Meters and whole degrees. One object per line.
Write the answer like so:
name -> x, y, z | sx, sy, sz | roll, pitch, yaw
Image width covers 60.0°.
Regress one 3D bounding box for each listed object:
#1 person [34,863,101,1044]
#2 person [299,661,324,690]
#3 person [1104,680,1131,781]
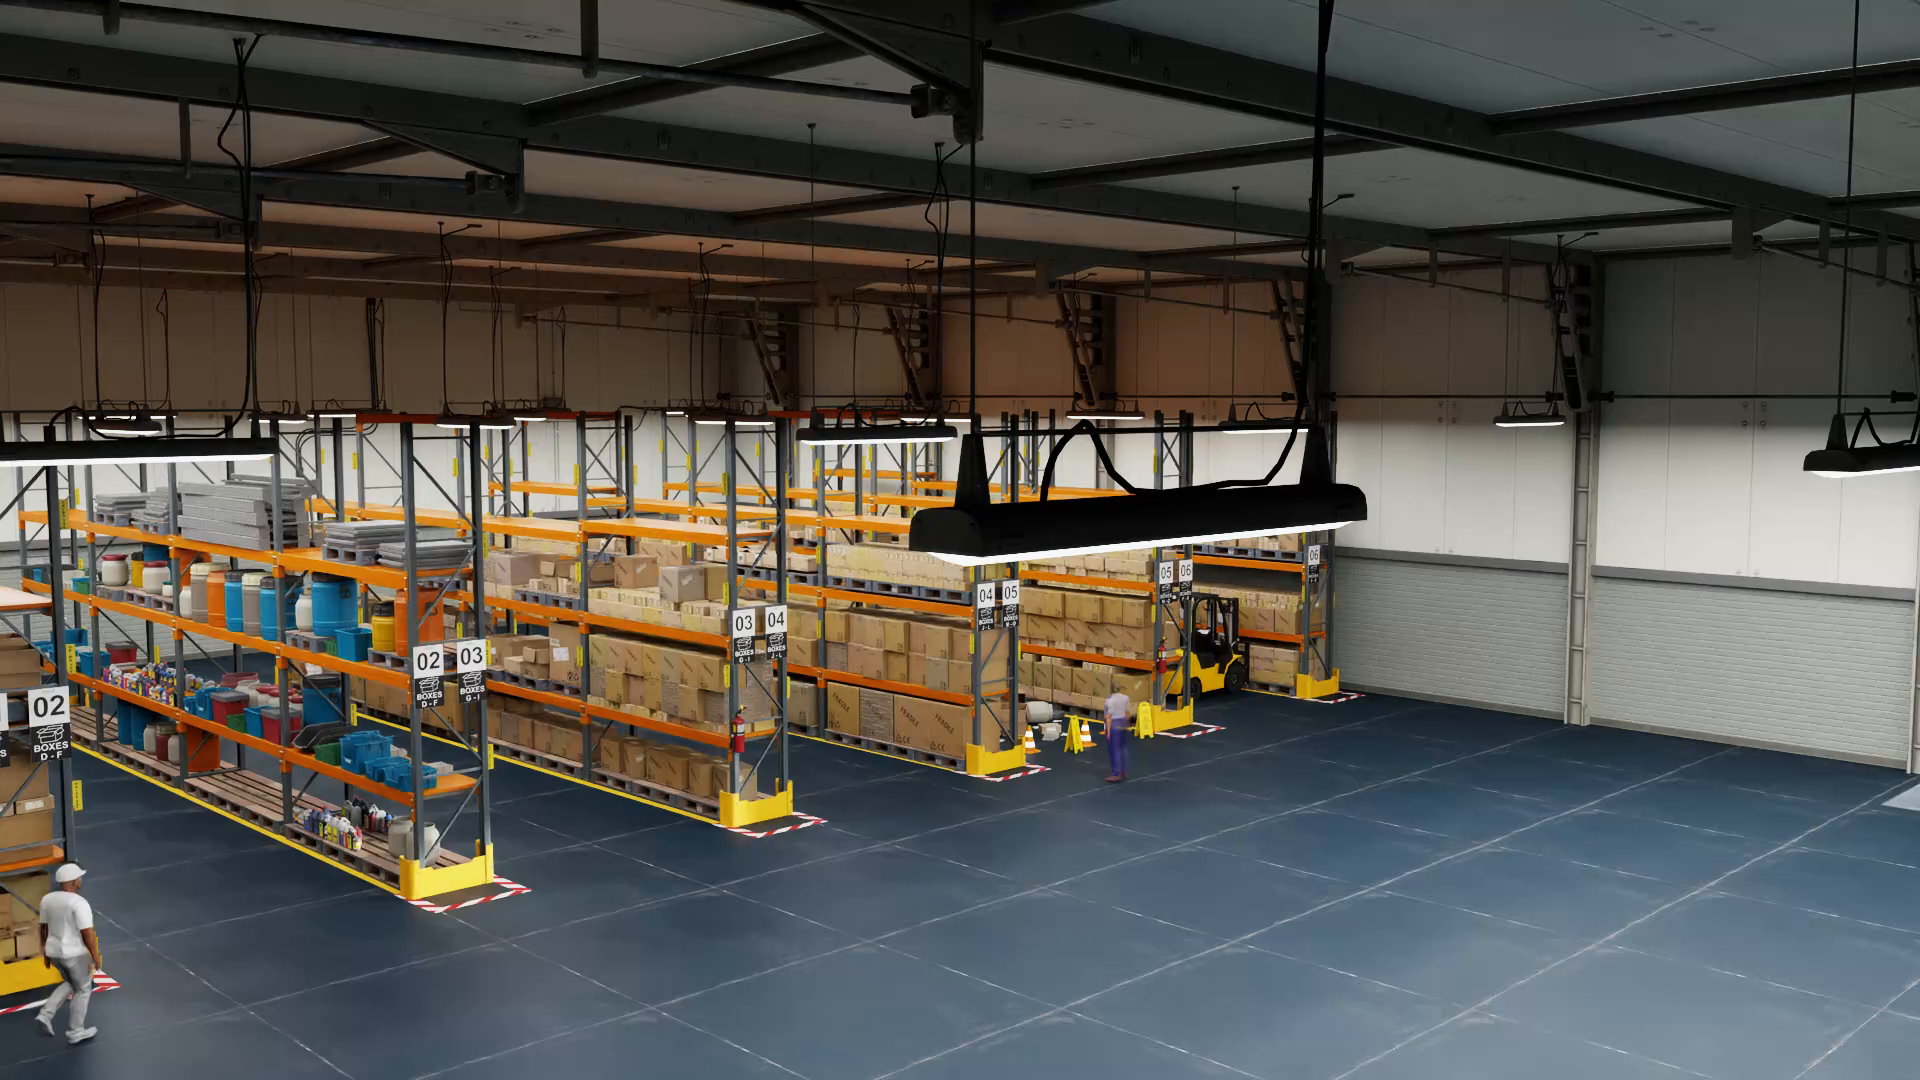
person -> -8.693, 4.034, 16.204 | 0.592, 1.749, 0.505 | 2, 5, 24
person -> -12.557, 2.649, 32.232 | 0.491, 1.744, 0.962 | -4, 6, -39
person -> 2.591, 3.147, 27.423 | 0.532, 1.668, 0.378 | -4, 6, -35
